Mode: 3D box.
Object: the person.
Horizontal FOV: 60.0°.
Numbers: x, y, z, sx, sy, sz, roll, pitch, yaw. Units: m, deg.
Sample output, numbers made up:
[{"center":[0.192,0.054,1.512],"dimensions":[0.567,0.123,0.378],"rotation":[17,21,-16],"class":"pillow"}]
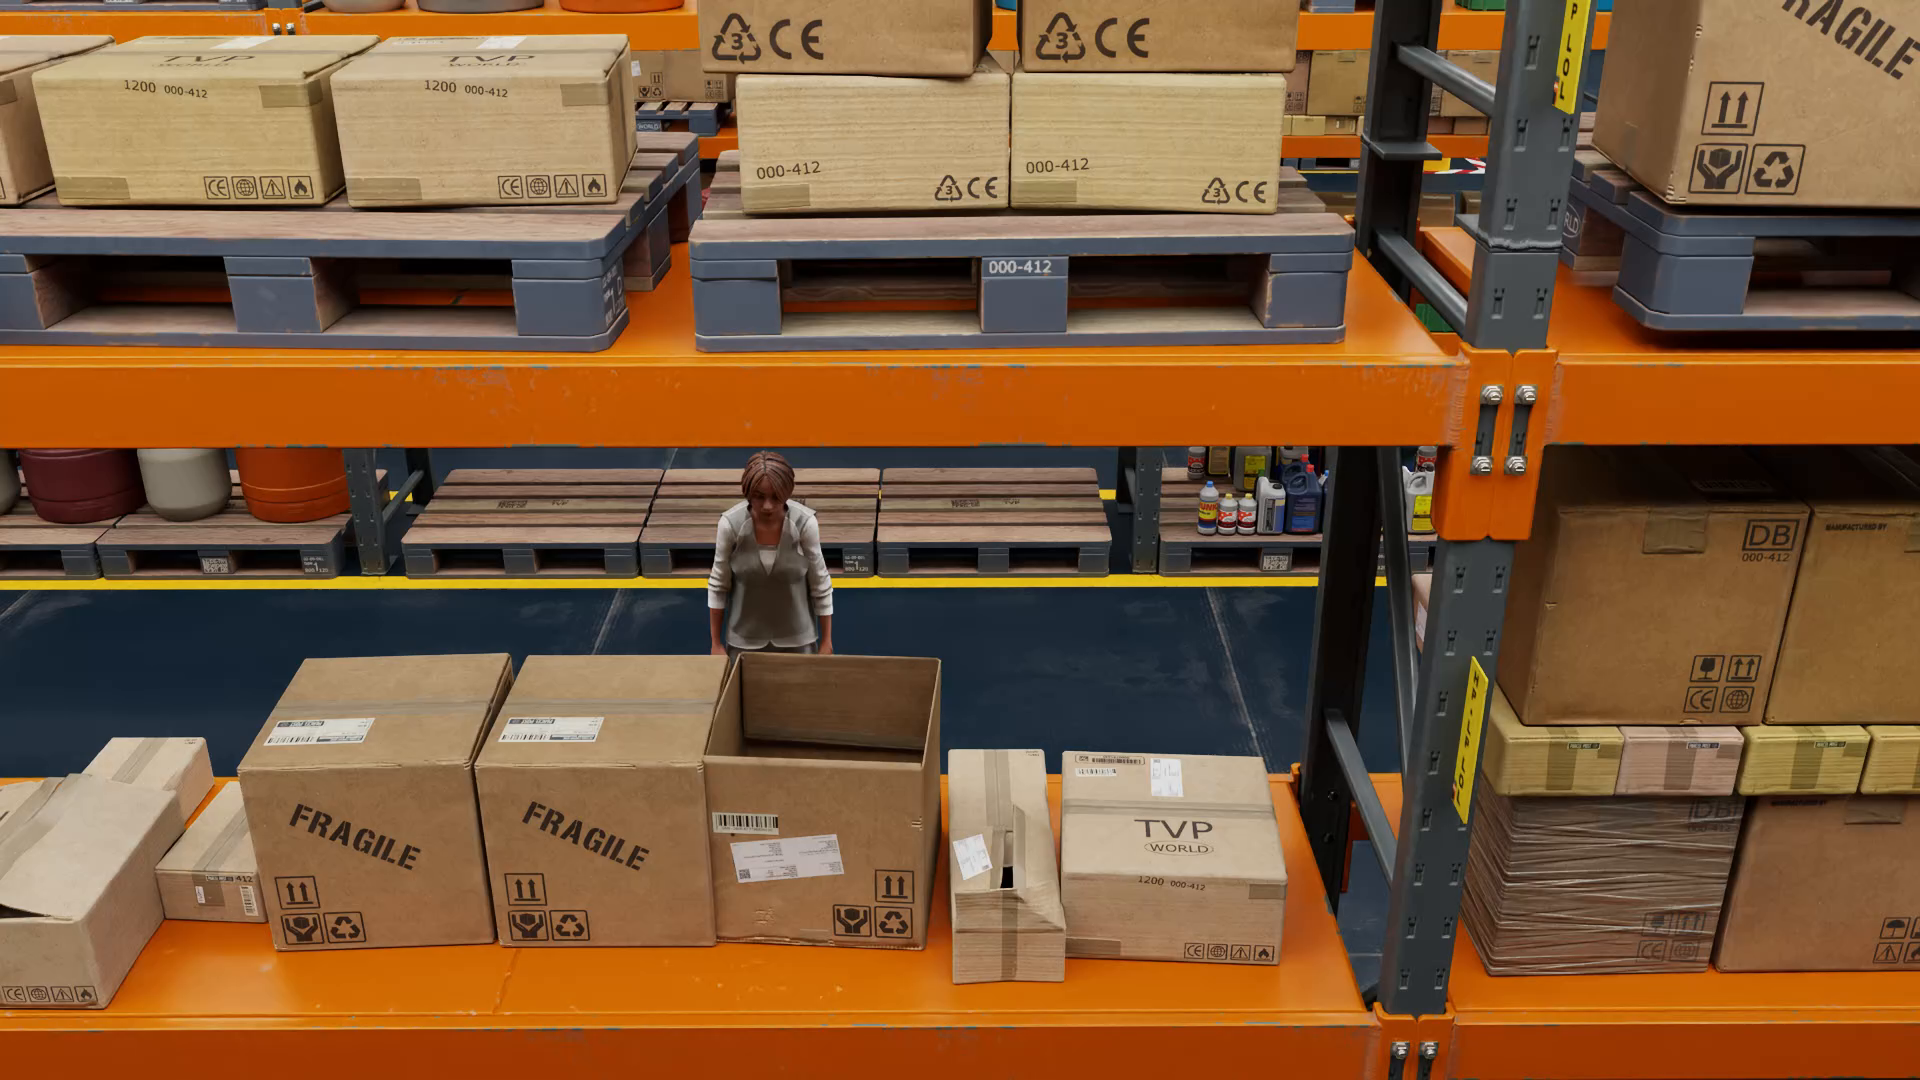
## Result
[{"center":[-0.712,0.406,6.240],"dimensions":[0.485,1.581,0.374],"rotation":[-2,25,-4],"class":"person"}]
